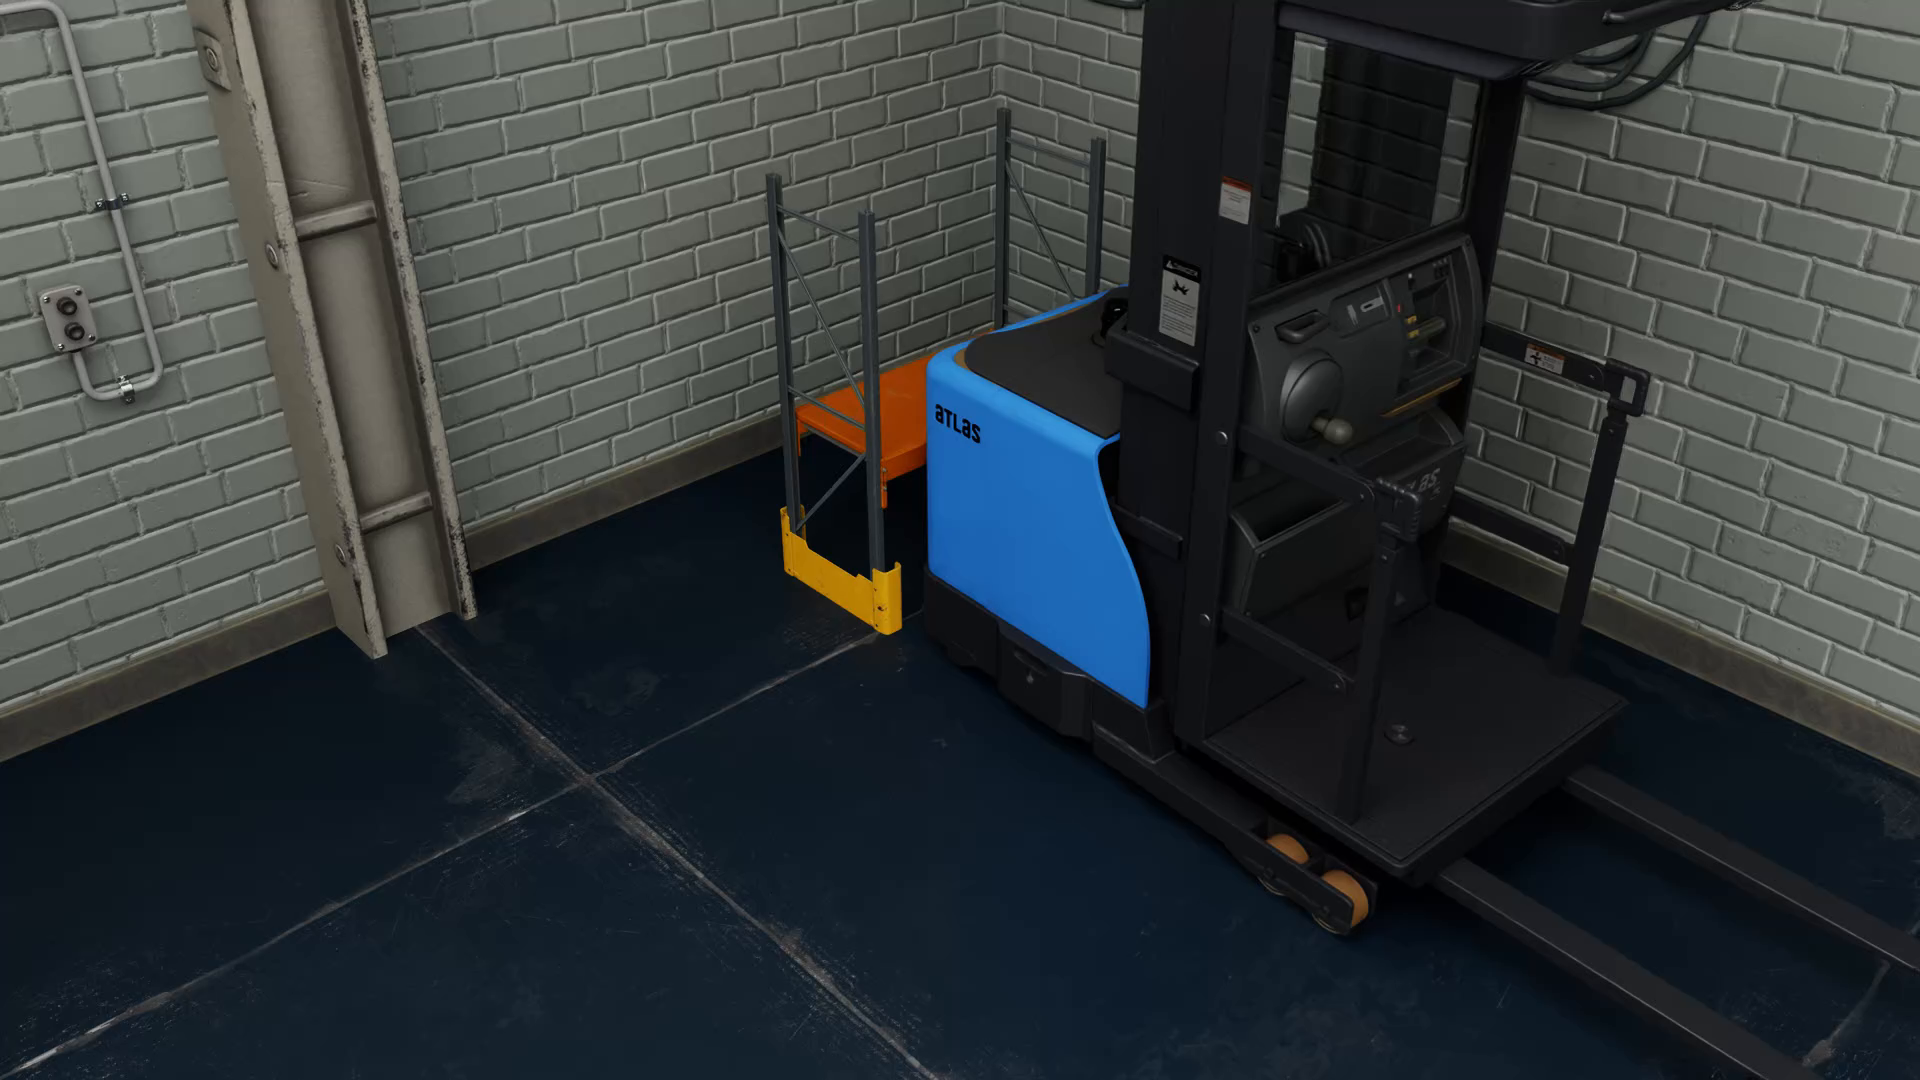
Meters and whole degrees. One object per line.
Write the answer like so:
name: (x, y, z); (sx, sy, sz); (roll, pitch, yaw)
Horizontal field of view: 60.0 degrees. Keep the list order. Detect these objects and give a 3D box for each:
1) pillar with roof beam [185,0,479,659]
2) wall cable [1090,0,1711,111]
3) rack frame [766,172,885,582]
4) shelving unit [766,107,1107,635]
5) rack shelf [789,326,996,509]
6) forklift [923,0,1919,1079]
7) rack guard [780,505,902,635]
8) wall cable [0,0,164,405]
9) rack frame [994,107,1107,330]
pillar with roof beam: (0.994, -1.919, 0.763); (0.400, 9.000, 9.100); (-26, 40, -35)
wall cable: (1.066, -2.822, 5.216); (0.112, 2.526, 3.097); (-26, 40, -35)
rack frame: (-0.435, -0.429, 5.514); (0.032, 1.500, 0.500); (-26, 40, -35)
shelving unit: (-0.056, -0.613, 5.815); (1.083, 1.500, 0.587); (-26, 40, -35)
rack shelf: (-0.063, -0.456, 5.903); (1.000, 0.185, 0.538); (-26, 40, -35)
forklift: (1.218, -0.486, 4.235); (1.130, 2.935, 3.031); (-24, 39, -34)
rack guard: (-0.421, 0.097, 5.852); (0.087, 0.250, 0.587); (-26, 40, -35)
wall cable: (-3.029, -0.968, 3.983); (1.851, 1.984, 0.084); (-26, 40, -35)
rack frame: (0.310, -0.790, 6.104); (0.032, 1.500, 0.500); (-26, 40, -35)
